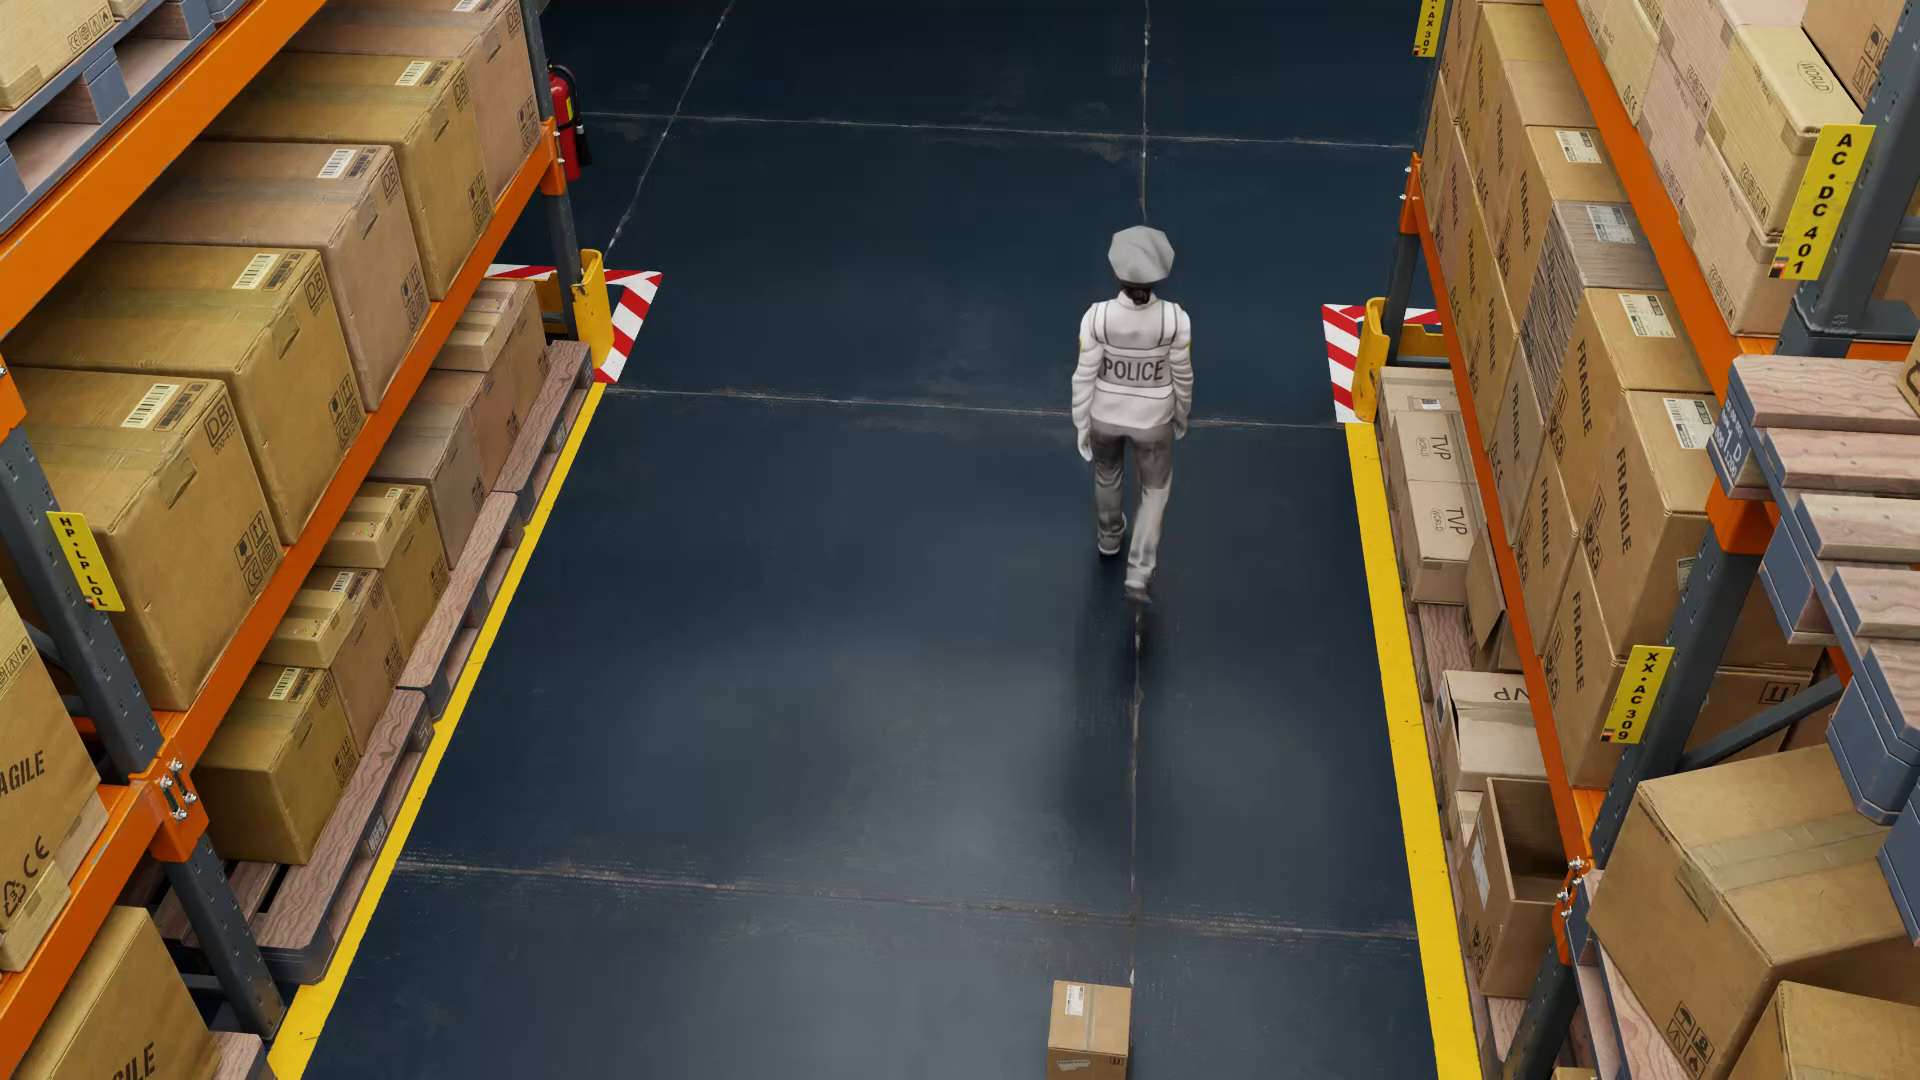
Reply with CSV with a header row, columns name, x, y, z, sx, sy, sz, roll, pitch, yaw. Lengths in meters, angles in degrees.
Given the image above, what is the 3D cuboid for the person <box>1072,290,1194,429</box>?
name,x,y,z,sx,sy,sz,roll,pitch,yaw
person,0.689,-0.721,6.540,0.477,0.620,0.304,6,41,8
